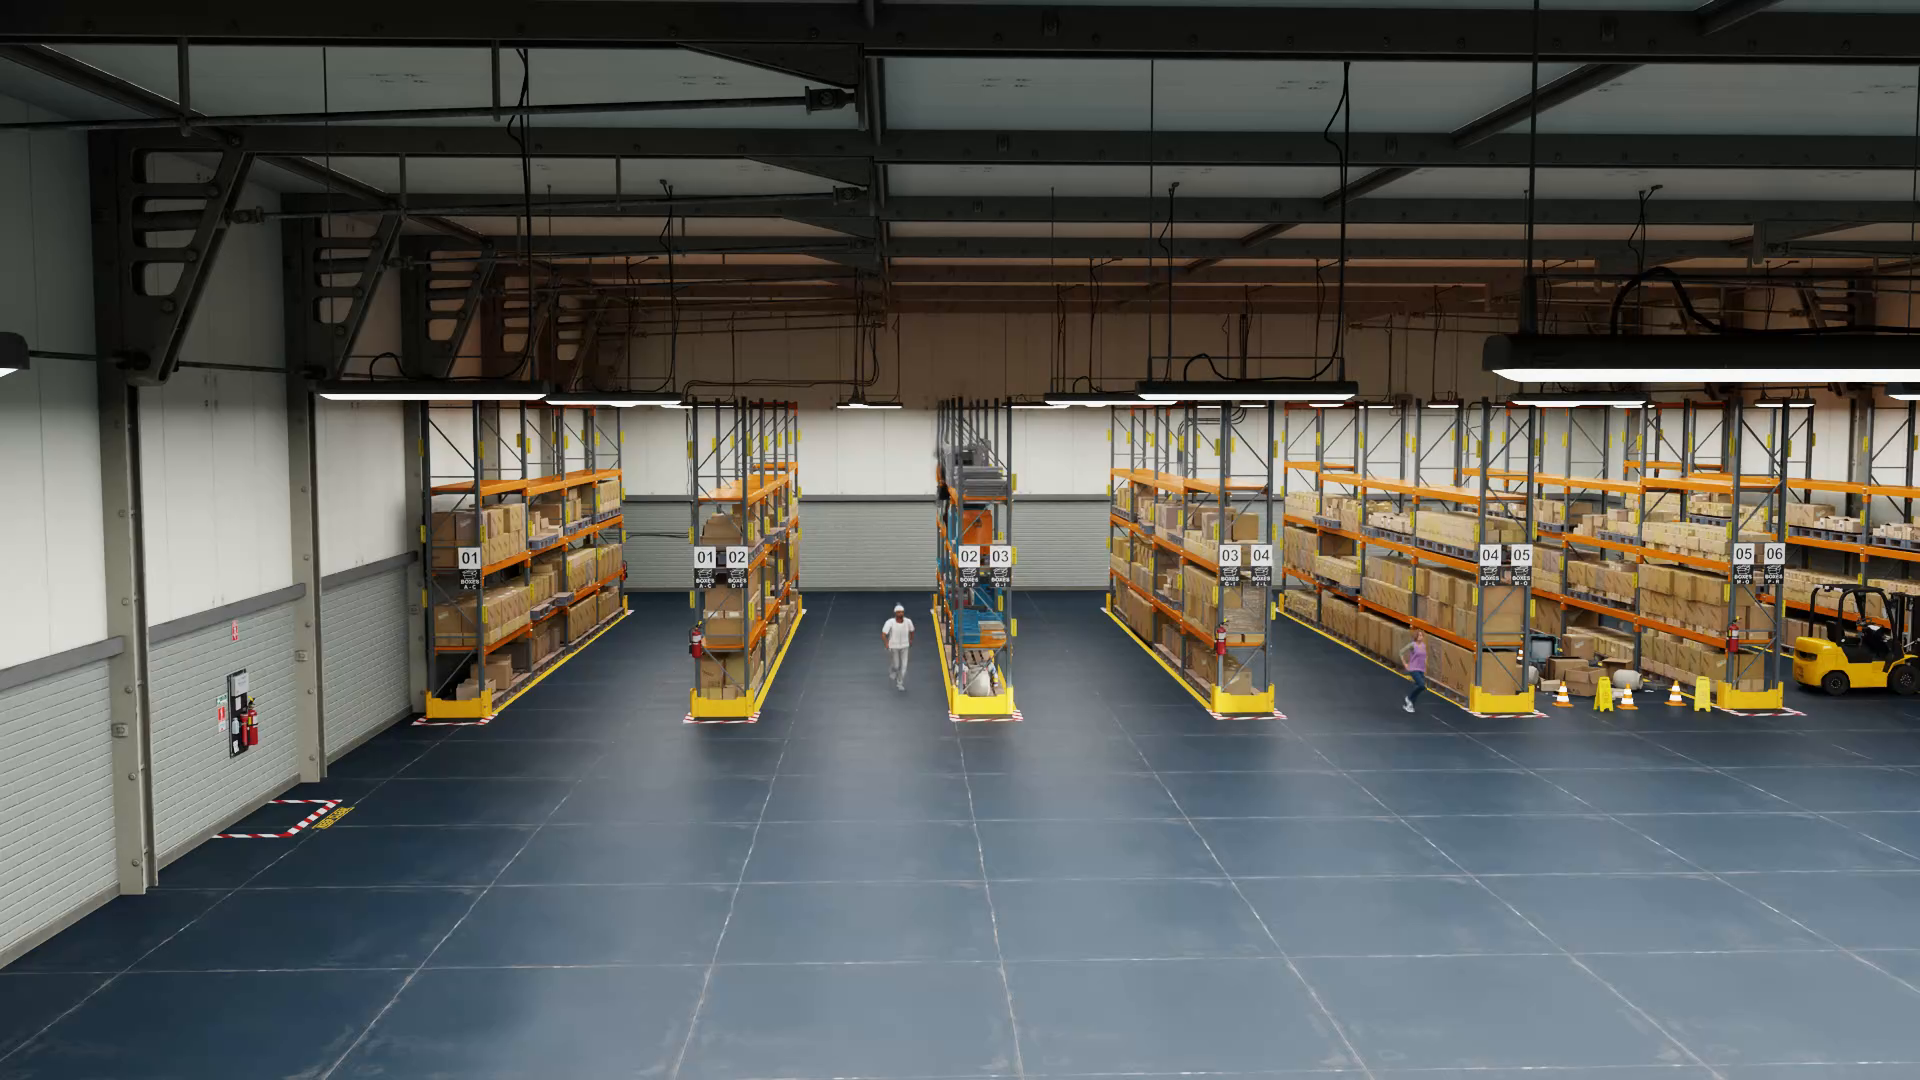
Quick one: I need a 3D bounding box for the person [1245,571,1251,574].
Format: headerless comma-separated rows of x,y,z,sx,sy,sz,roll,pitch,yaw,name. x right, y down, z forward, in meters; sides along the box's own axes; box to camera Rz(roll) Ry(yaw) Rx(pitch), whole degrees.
7.990,1.250,47.420,0.643,1.649,0.857,2,5,28,person

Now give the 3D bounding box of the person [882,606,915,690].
-1.262,2.216,34.459,0.710,1.737,0.654,-1,5,-15,person

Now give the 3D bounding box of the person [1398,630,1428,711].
8.698,2.496,31.653,0.528,1.548,0.557,-3,5,-34,person

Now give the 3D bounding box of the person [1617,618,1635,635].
16.486,1.725,41.014,0.535,1.737,0.843,-1,4,-7,person

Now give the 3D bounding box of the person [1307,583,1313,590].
10.375,1.169,48.698,0.517,1.595,0.642,2,5,28,person
